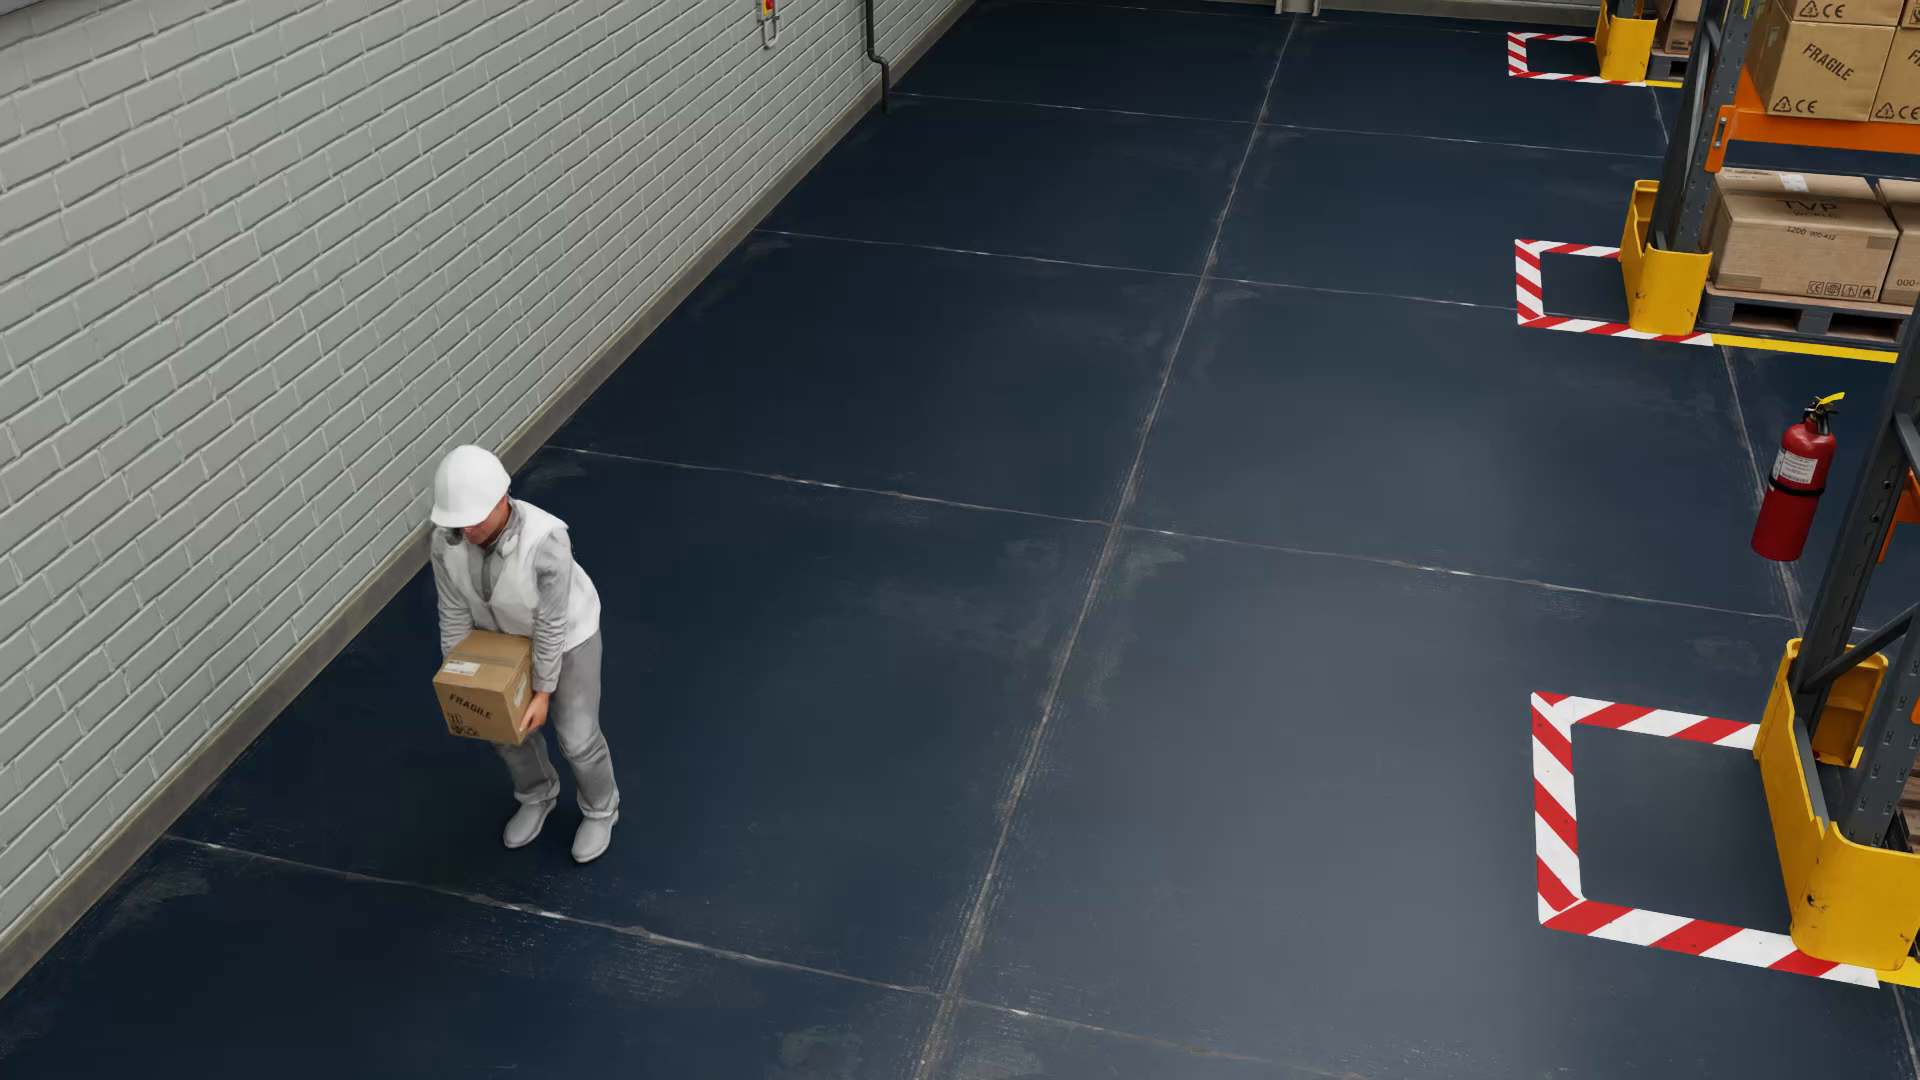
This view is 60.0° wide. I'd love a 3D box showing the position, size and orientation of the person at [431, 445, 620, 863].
[{"bbox_3d":[-1.455,0.382,5.569,0.476,1.722,0.615,8,33,12],"label":"person"}]
